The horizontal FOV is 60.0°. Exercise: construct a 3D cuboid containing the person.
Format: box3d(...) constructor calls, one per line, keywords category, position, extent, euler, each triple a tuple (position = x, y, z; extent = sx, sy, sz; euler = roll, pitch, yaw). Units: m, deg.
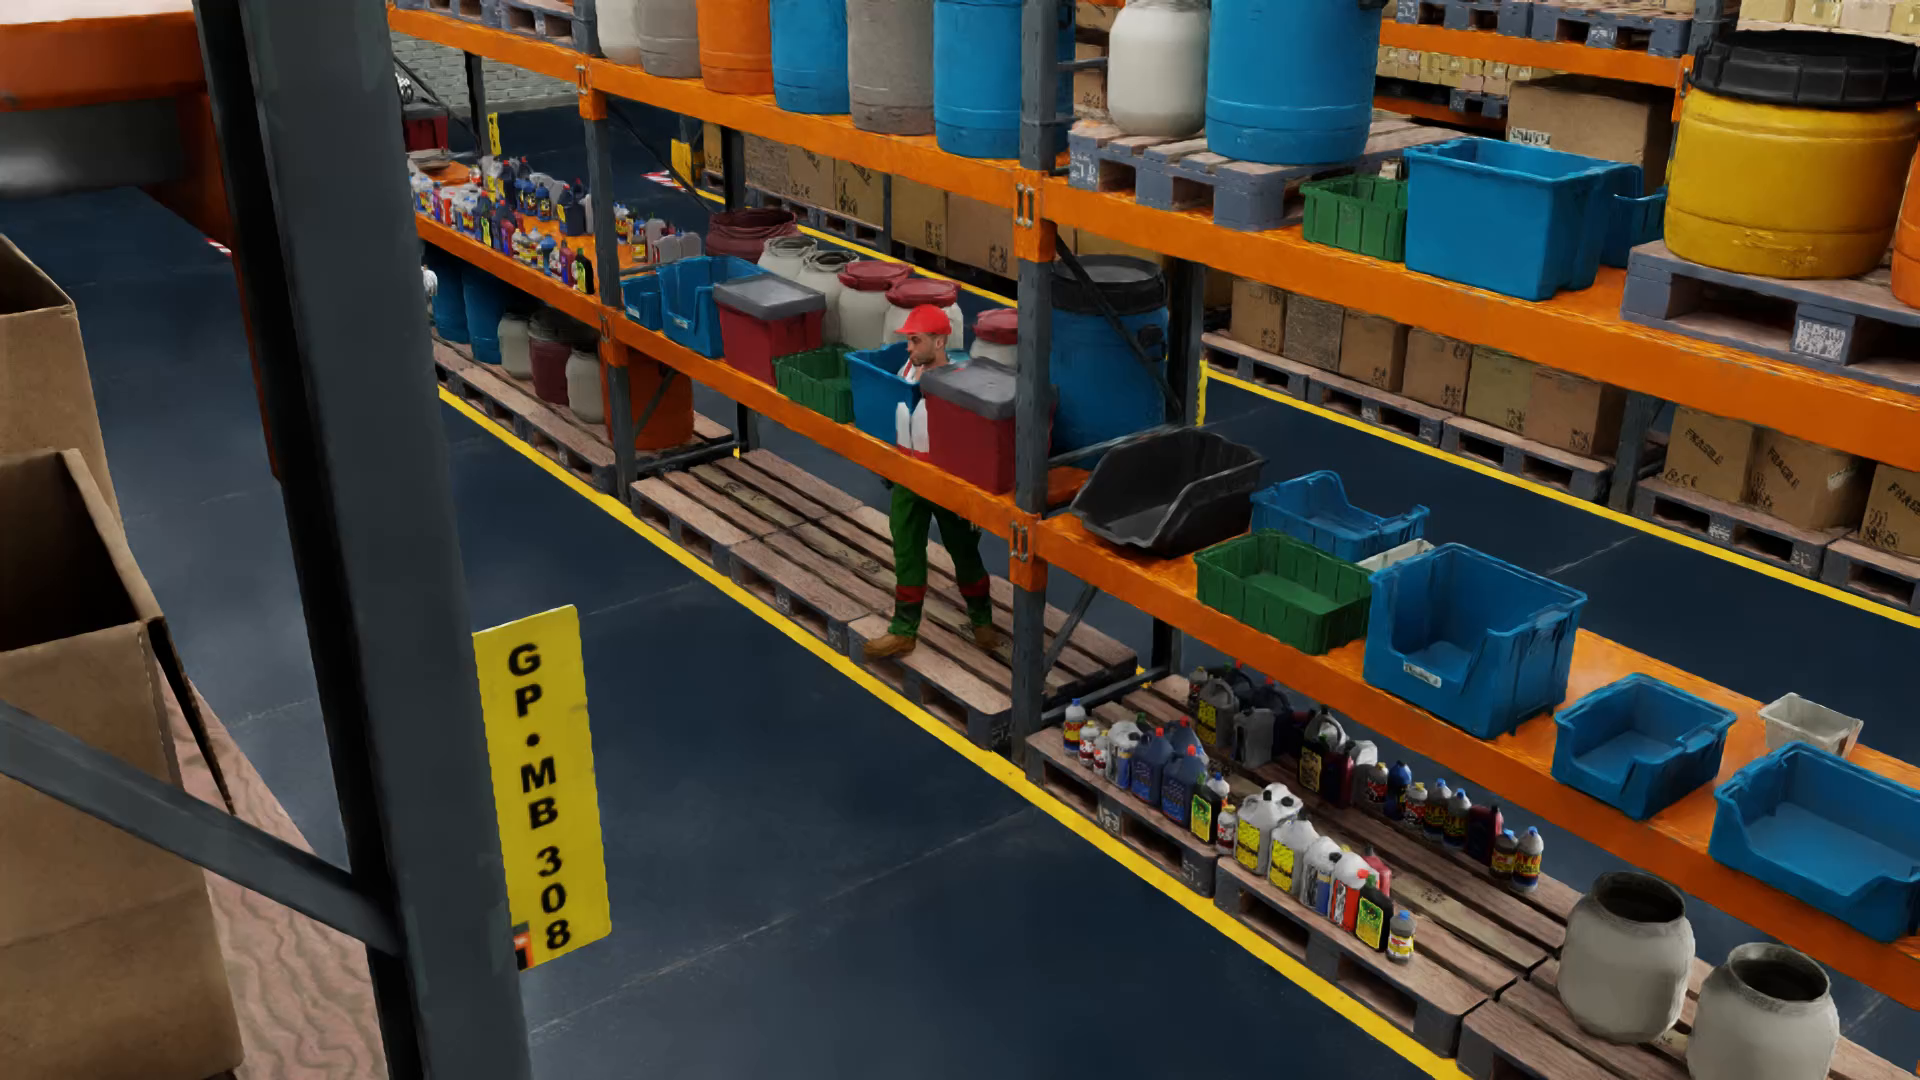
box3d(category="person", position=(-0.163, -0.273, 8.123), extent=(0.717, 1.790, 0.630), euler=(18, 30, 34))
